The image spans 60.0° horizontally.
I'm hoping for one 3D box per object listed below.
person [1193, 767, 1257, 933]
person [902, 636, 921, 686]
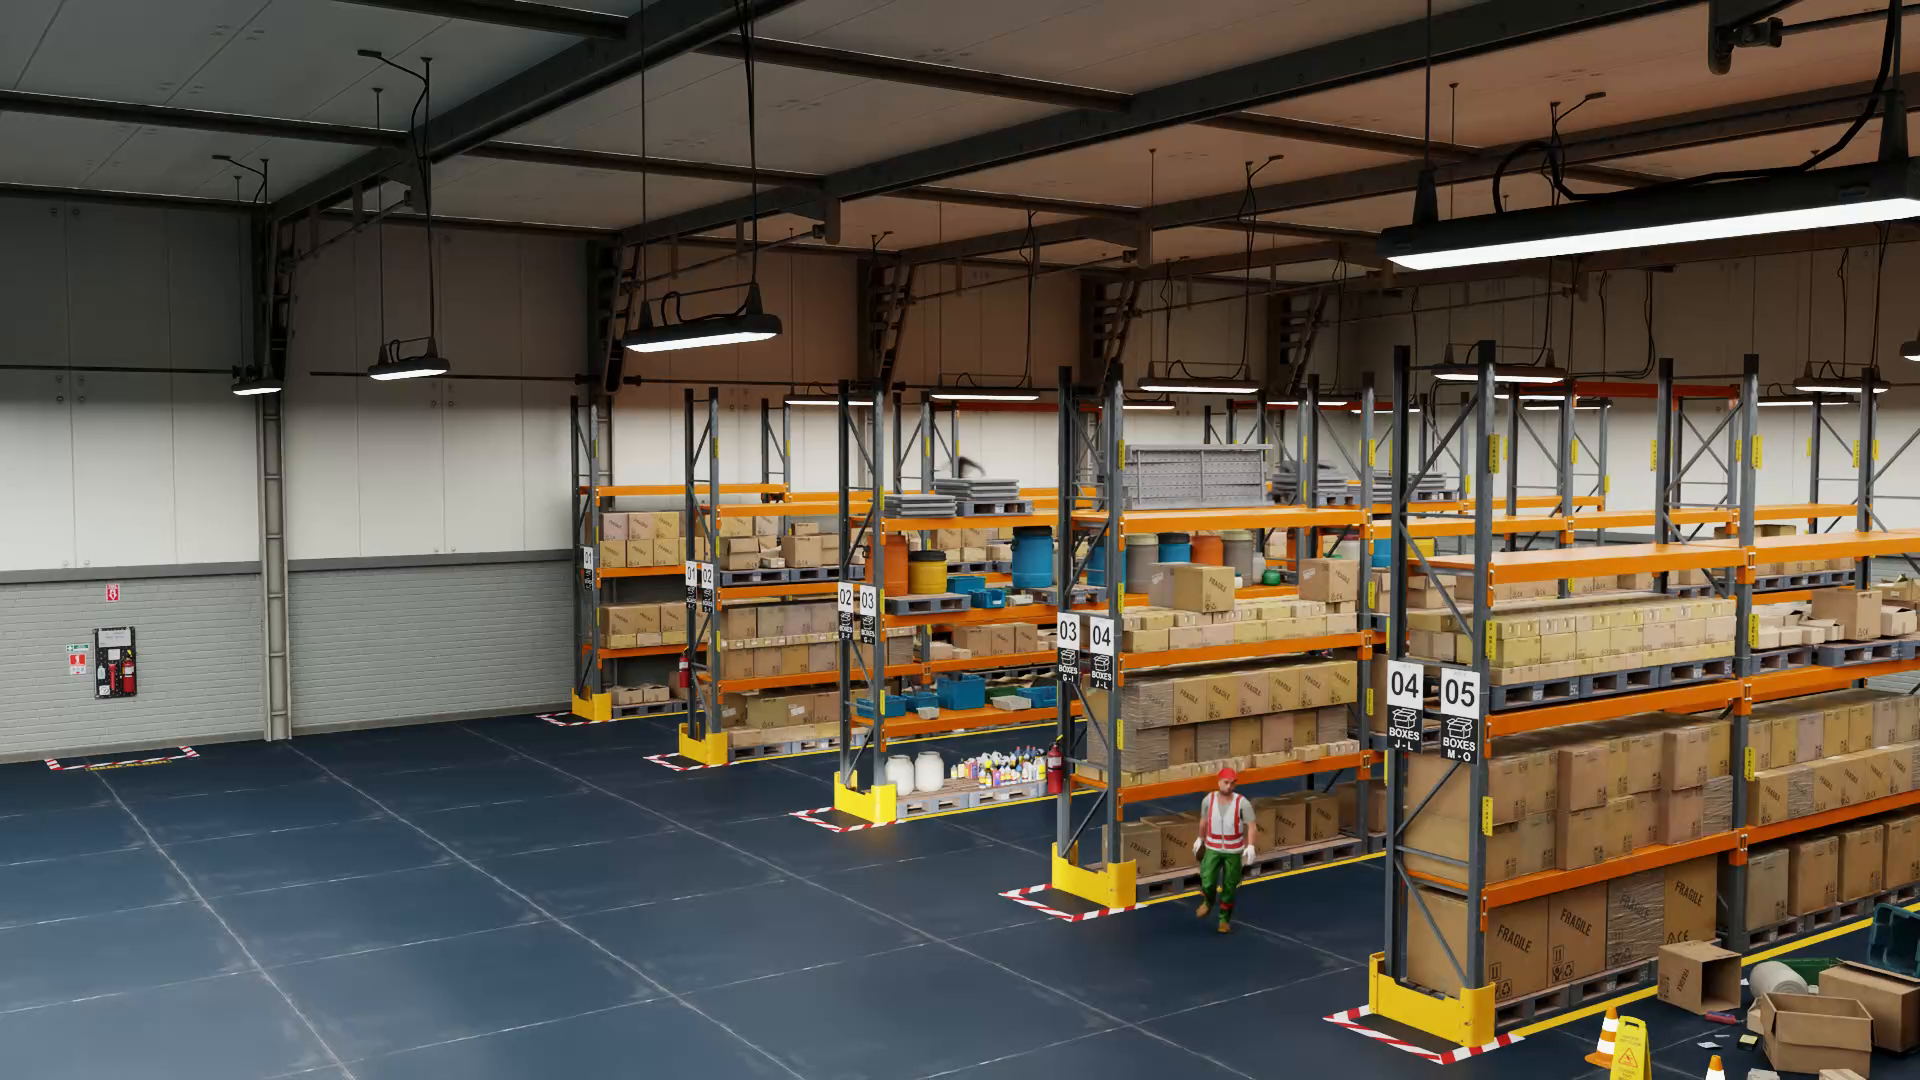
[{"bbox_3d":[2.754,3.238,17.336,0.685,1.757,0.669,1,4,13],"label":"person"},{"bbox_3d":[-0.922,2.443,33.098,0.927,1.439,0.590,-2,4,-31],"label":"person"}]
